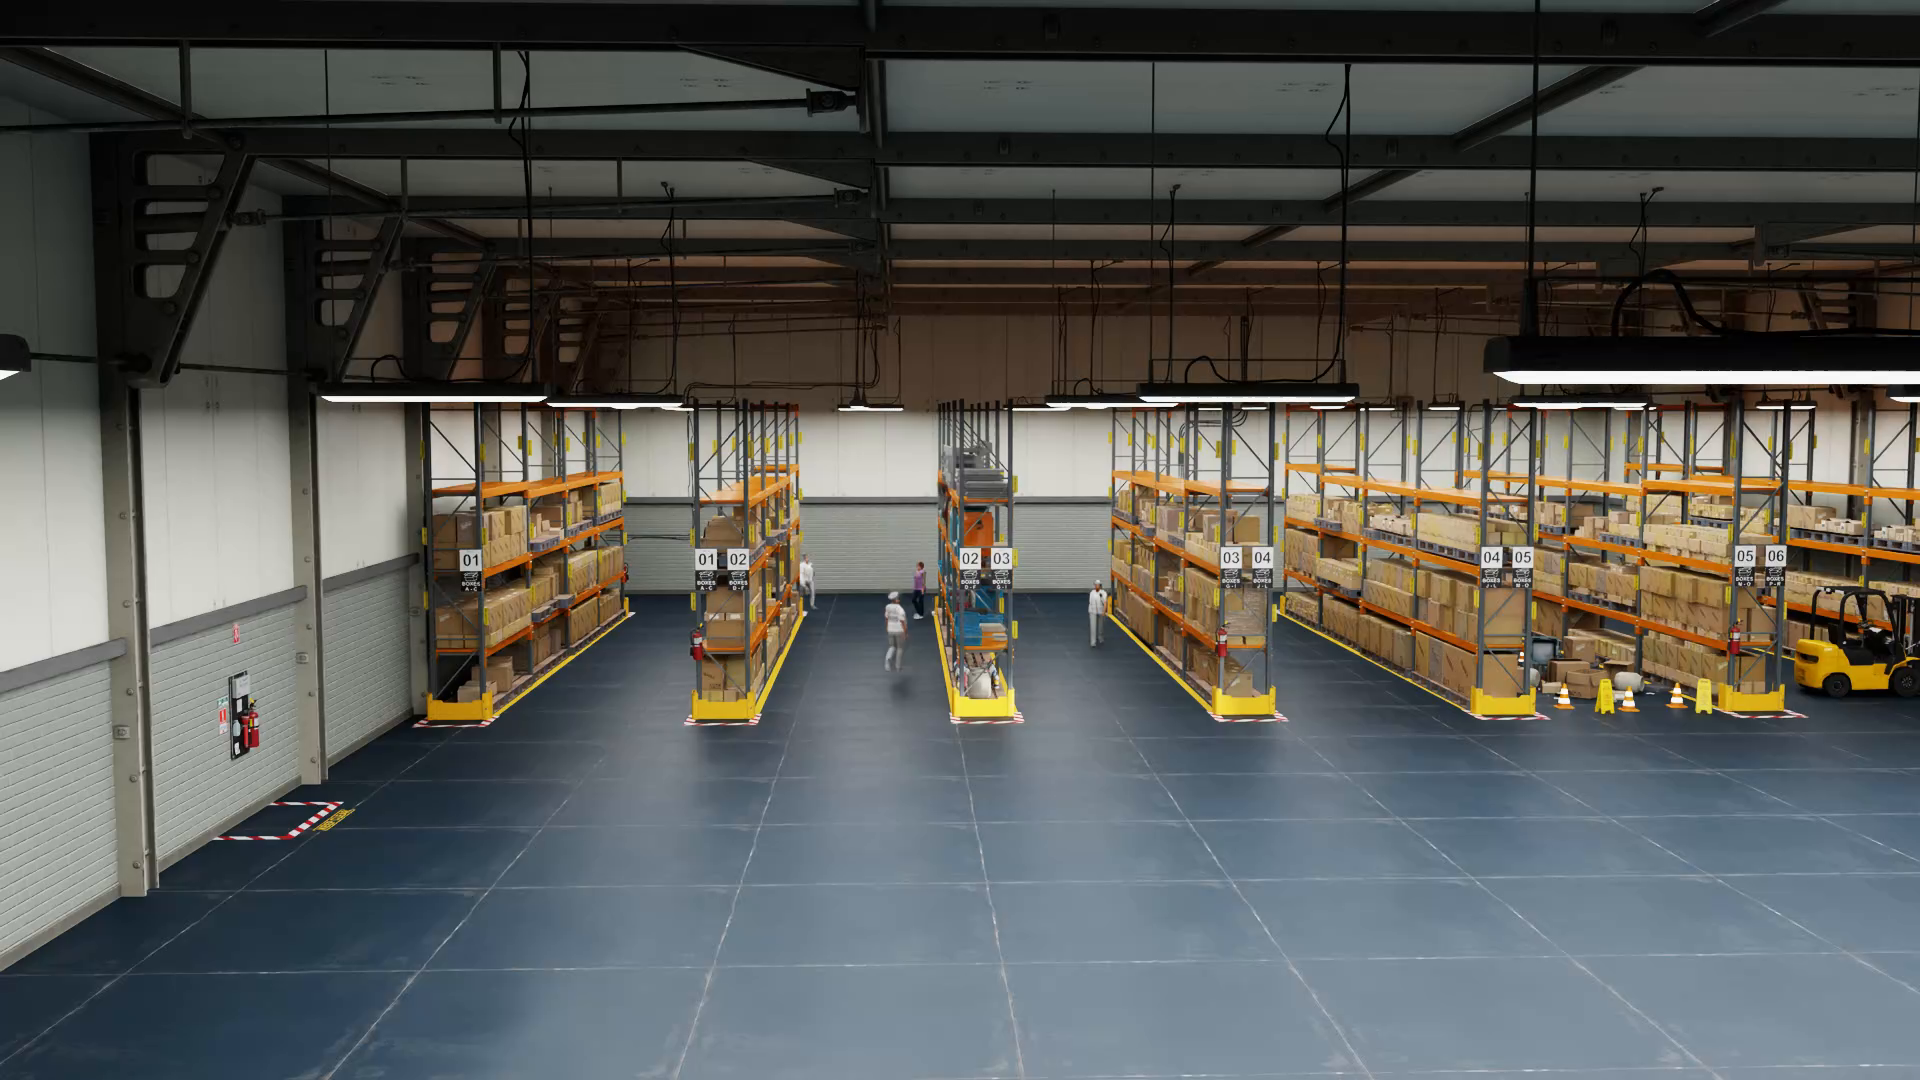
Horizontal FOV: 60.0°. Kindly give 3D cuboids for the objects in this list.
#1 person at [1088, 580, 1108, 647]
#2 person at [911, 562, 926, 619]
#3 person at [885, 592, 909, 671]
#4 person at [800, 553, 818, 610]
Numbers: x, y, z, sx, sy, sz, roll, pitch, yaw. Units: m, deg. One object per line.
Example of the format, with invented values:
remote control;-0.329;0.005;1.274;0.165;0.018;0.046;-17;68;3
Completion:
person;3.397;1.800;40.990;0.465;1.615;0.956;0;4;1
person;-1.150;1.402;46.416;0.351;1.605;0.465;-4;6;-42
person;-1.404;2.007;36.488;0.550;1.766;0.534;3;5;31
person;-4.477;1.206;48.683;0.536;1.645;0.939;-3;5;-33
